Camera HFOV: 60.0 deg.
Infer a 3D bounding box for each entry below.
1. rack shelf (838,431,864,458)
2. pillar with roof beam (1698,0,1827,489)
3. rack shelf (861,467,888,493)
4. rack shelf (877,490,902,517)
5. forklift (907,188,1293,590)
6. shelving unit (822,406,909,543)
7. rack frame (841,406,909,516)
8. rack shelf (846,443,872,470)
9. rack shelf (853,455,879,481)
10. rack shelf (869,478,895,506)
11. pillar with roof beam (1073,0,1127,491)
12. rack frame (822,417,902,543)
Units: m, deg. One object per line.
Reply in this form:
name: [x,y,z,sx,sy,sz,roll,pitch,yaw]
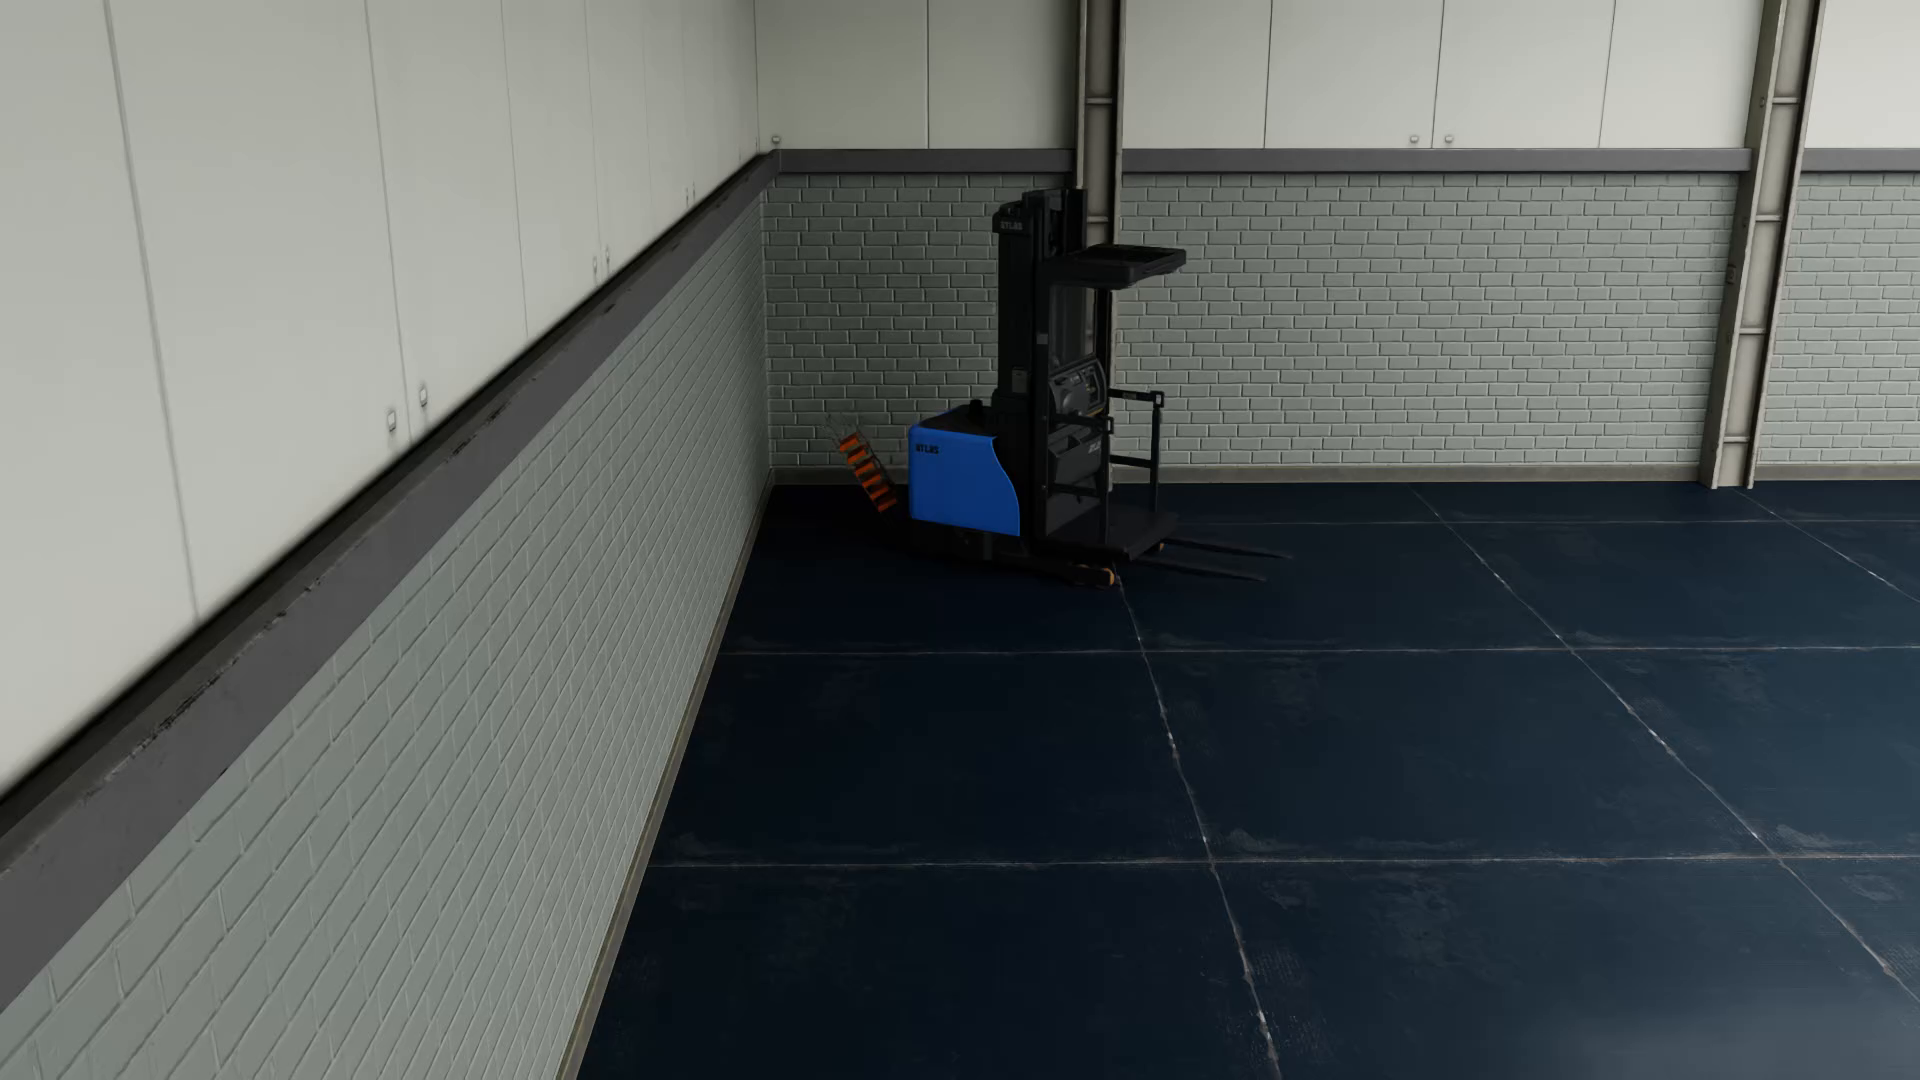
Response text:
rack shelf: [-0.901,-0.802,13.824,0.180,0.103,0.258,-30,14,11]
pillar with roof beam: [7.283,-3.497,10.217,0.400,9.000,9.100,0,18,-1]
rack shelf: [-0.713,-0.508,13.912,0.180,0.103,0.258,-30,14,11]
rack shelf: [-0.588,-0.311,13.971,0.180,0.103,0.258,-30,14,11]
forklift: [1.107,-1.198,12.984,3.031,2.935,1.130,10,20,28]
shelving unit: [-0.736,-0.544,13.901,0.189,1.200,0.258,-30,14,11]
rack frame: [-0.658,-0.589,13.884,0.006,1.200,0.240,-30,14,11]
rack shelf: [-0.838,-0.704,13.853,0.180,0.103,0.258,-30,14,11]
rack shelf: [-0.776,-0.606,13.883,0.180,0.103,0.258,-30,14,11]
rack shelf: [-0.651,-0.410,13.941,0.180,0.103,0.258,-30,14,11]
pillar with roof beam: [1.283,-3.468,10.127,0.400,9.000,9.100,0,18,-1]
rack frame: [-0.814,-0.500,13.918,0.006,1.200,0.240,-30,14,11]
